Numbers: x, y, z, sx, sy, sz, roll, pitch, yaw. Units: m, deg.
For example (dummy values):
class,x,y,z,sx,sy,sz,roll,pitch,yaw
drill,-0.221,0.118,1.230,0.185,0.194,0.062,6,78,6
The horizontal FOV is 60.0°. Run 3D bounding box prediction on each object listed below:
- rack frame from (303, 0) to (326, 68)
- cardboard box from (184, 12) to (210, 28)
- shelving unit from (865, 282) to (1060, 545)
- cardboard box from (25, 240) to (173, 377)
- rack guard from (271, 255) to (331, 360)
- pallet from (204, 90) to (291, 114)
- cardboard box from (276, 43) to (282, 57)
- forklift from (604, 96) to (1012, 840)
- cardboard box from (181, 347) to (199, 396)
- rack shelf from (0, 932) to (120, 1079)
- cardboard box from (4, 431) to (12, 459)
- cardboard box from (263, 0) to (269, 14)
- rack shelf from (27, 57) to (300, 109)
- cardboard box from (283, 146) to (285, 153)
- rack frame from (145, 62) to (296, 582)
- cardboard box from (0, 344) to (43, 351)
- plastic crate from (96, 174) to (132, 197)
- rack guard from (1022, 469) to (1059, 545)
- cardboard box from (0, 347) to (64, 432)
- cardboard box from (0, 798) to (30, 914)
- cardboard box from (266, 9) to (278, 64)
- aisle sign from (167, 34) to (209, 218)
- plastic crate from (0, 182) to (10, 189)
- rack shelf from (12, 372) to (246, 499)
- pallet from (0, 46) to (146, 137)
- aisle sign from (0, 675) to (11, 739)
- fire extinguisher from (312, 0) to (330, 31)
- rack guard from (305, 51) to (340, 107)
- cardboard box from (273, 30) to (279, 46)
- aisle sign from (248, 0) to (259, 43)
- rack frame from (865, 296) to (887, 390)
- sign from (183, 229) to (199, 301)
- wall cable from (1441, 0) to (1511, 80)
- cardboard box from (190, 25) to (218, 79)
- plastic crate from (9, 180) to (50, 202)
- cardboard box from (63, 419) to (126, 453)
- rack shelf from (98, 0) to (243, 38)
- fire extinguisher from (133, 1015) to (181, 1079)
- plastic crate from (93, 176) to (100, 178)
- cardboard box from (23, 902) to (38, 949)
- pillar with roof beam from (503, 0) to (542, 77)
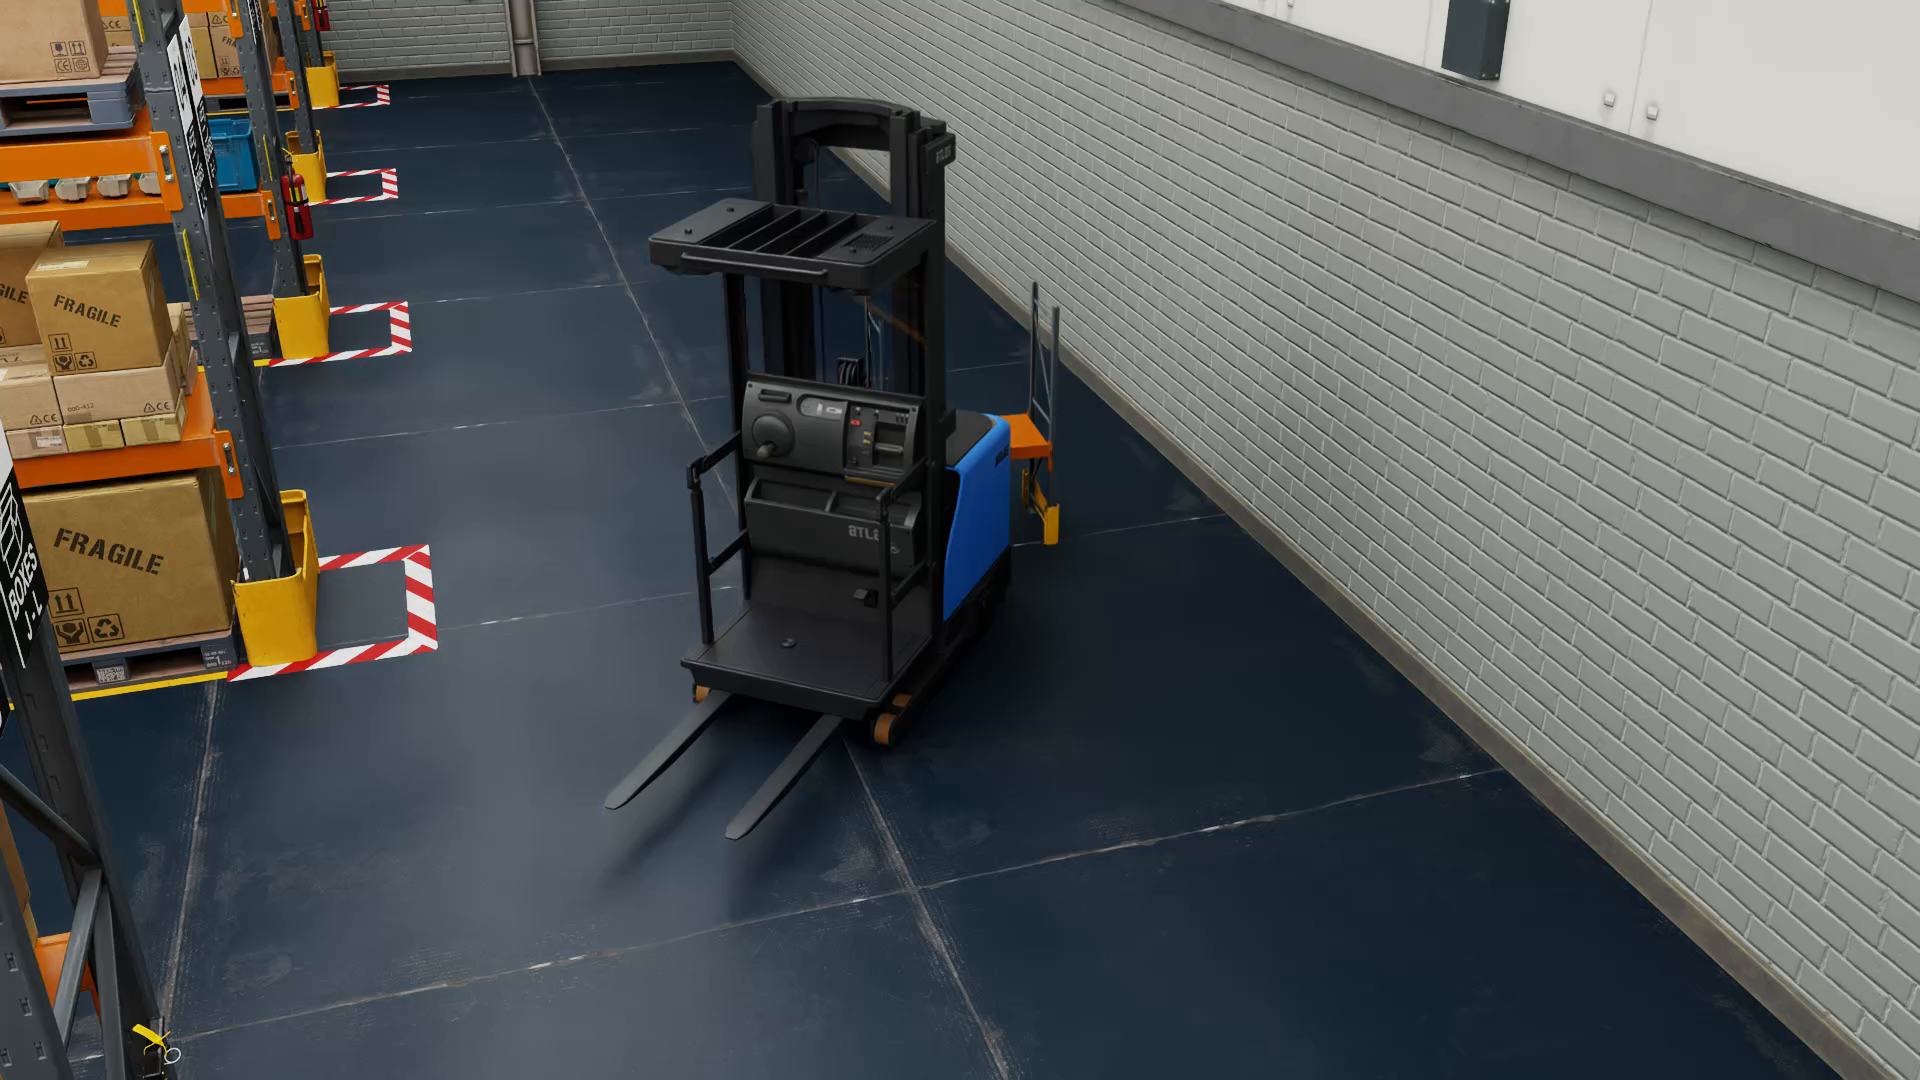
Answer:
class,x,y,z,sx,sy,sz,roll,pitch,yaw
rack frame,-8.436,-7.206,21.392,0.127,3.000,1.000,-8,28,-16
cardboard box,-7.717,-5.357,16.431,0.500,0.500,0.500,-7,27,-15
shelving unit,0.016,-0.723,10.019,1.083,1.500,0.587,-6,27,-12
cardboard box,-4.216,-1.147,8.178,0.500,0.500,0.500,-8,27,-15
rack guard,-5.350,-1.907,13.528,0.348,0.500,1.175,-8,28,-16
pallet,-9.172,-5.814,21.724,1.213,0.211,1.003,-8,28,-16
cardboard box,-9.071,-6.136,21.575,0.500,0.500,0.700,-8,28,-16
forklift,-0.716,-0.504,7.970,1.130,2.935,3.031,10,28,19
cardboard box,-4.274,-0.901,8.975,0.250,0.149,0.380,-8,27,-16
rack shelf,-4.296,1.786,4.089,4.000,0.370,1.077,-8,28,-16
cardboard box,-4.796,-0.518,8.202,0.250,0.149,0.380,-8,27,-15
cardboard box,-7.402,-5.655,17.031,0.500,0.500,0.500,-7,27,-15
rack shelf,-8.800,-4.515,16.779,4.000,0.370,1.077,-8,28,-16
cardboard box,-7.403,-4.120,17.887,0.250,0.149,0.380,-8,28,-16
rack frame,-3.835,-0.923,8.736,0.127,3.000,1.000,-8,28,-16
cardboard box,-4.867,-0.963,8.650,0.500,0.250,0.500,-9,28,-17
plastic crate,-6.368,-2.703,12.551,0.243,0.136,0.396,-8,28,-16
rack guard,0.501,-0.213,10.398,0.087,0.250,0.587,-6,27,-12
cardboard box,-4.696,-0.741,8.203,0.500,0.250,0.500,-9,28,-17
cardboard box,-2.907,0.955,4.506,0.500,0.500,0.500,-7,27,-14
cardboard box,-7.402,-5.207,17.253,0.500,0.500,0.500,-8,27,-15
aisle sign,-3.673,-1.971,7.923,0.004,0.787,0.394,-8,28,-16
plastic crate,-7.242,-2.852,12.742,0.300,0.233,0.416,-8,28,-16
rack shelf,-5.736,-0.326,8.341,4.000,0.370,1.077,-8,28,-16
pallet,-4.537,-2.120,7.874,1.213,0.211,1.003,-8,28,-16
aisle sign,-2.232,0.140,3.671,0.004,0.787,0.394,-8,28,-16
fire extinguisher,-8.150,-6.830,21.141,0.183,0.674,0.296,-8,28,-16
rack guard,-8.413,-6.090,21.954,0.348,0.500,1.175,-8,28,-16
cardboard box,-9.014,-6.528,21.636,0.250,0.149,0.380,-8,28,-16
aisle sign,-5.209,-4.068,12.147,0.004,0.787,0.394,-8,28,-16
rack frame,-0.488,-0.670,9.913,0.032,1.500,0.500,-6,27,-12
sign,-3.680,-1.317,7.960,0.005,0.325,0.100,-8,28,-16
wall cable,2.609,-4.373,5.320,0.120,5.999,2.277,-8,28,-16
cardboard box,-7.733,-4.907,16.649,0.500,0.500,0.500,-8,28,-16
plastic crate,-6.901,-2.606,12.355,0.250,0.136,0.298,-8,28,-16
cardboard box,-4.318,-0.586,8.339,0.250,0.149,0.380,-8,27,-16
rack shelf,-7.270,-3.763,11.893,4.000,0.370,1.077,-8,28,-16
fire extinguisher,-2.012,1.550,4.261,0.183,0.674,0.296,-8,28,-16
plastic crate,-6.681,-2.929,13.005,0.298,0.136,0.250,-8,28,-16
cardboard box,-2.804,1.206,4.729,0.250,0.149,0.380,-8,28,-17
pillar with roof beam,-4.804,-8.811,17.877,0.400,9.000,9.100,-8,28,-16
